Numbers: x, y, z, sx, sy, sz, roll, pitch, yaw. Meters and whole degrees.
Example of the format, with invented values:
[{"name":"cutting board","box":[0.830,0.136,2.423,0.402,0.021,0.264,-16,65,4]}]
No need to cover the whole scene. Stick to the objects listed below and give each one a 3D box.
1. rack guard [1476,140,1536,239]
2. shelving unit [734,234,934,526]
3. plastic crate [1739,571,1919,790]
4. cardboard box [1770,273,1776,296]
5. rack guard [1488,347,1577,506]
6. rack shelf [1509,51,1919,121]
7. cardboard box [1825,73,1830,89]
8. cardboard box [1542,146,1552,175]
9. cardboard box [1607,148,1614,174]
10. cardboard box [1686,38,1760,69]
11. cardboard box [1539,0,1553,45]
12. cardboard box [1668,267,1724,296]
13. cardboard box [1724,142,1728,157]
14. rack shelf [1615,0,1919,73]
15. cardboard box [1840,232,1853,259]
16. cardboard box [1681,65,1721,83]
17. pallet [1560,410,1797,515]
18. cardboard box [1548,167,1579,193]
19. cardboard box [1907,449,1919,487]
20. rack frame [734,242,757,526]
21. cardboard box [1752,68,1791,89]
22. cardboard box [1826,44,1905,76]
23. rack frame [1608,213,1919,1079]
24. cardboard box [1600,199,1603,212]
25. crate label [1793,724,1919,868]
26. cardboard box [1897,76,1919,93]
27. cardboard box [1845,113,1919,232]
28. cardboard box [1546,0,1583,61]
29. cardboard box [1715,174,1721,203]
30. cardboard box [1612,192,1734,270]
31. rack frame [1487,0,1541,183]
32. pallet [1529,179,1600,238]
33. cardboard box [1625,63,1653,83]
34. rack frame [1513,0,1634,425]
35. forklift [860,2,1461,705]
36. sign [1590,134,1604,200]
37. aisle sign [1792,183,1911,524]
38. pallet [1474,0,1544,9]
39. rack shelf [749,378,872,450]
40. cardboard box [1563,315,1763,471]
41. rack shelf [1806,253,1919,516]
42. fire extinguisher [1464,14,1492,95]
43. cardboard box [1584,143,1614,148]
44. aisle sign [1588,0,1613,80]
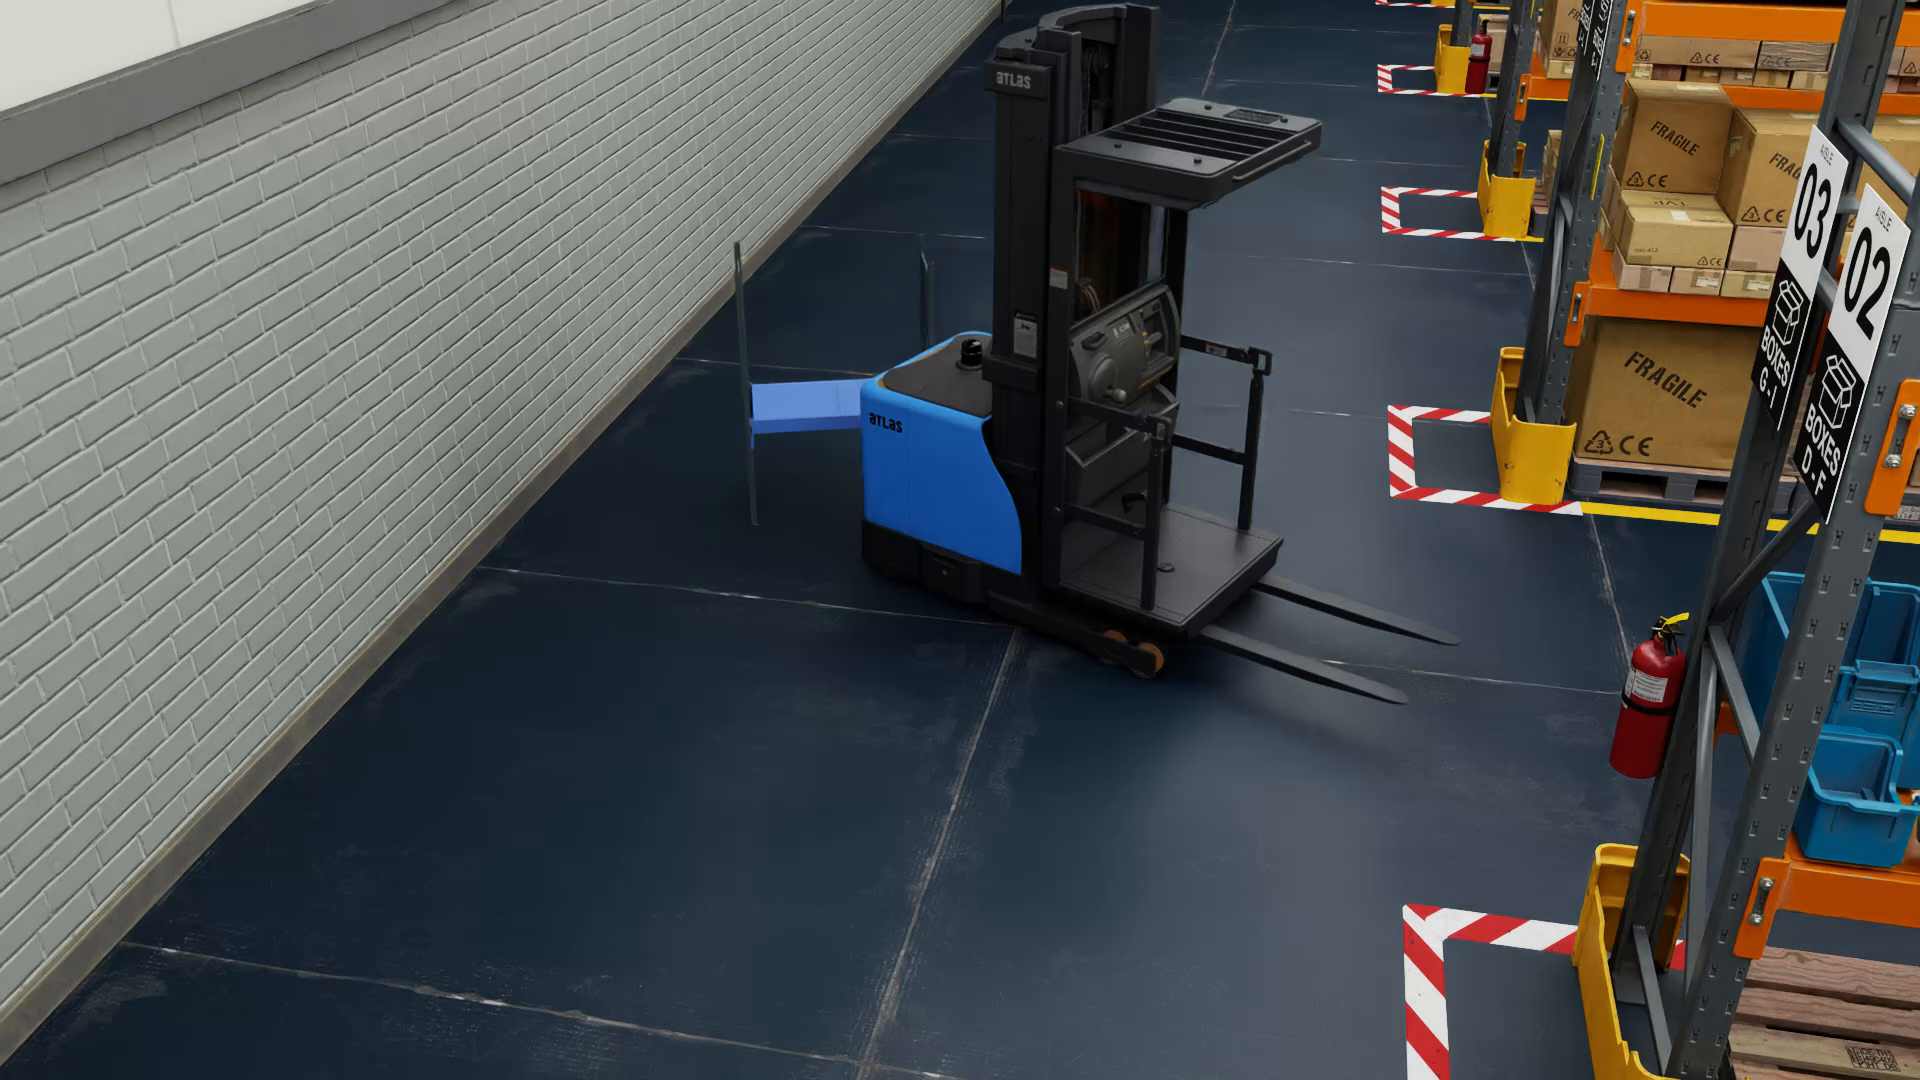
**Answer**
[{"name":"rack guard","box":[4.666,-3.012,14.232,0.348,0.500,1.175,6,29,11]},{"name":"shelving unit","box":[-0.689,-0.889,9.312,1.048,1.500,0.538,-3,29,-6]},{"name":"plastic crate","box":[2.789,0.433,5.237,0.499,0.435,0.616,6,29,11]},{"name":"cardboard box","box":[4.492,-1.420,8.982,0.250,0.149,0.380,5,29,10]},{"name":"rack guard","box":[3.433,-0.703,10.014,0.348,0.500,1.175,6,29,11]},{"name":"rack shelf","box":[6.547,-3.600,13.452,4.000,0.370,1.077,6,29,11]},{"name":"cardboard box","box":[6.895,-3.655,13.063,0.250,0.149,0.380,5,29,10]},{"name":"cardboard box","box":[5.167,-3.262,14.306,0.250,0.149,0.380,5,29,9]},{"name":"cardboard box","box":[5.328,-3.128,13.752,0.250,0.149,0.380,6,29,11]},{"name":"cardboard box","box":[5.978,-4.019,13.054,0.500,0.500,0.500,6,29,11]},{"name":"cardboard box","box":[5.085,-4.367,13.689,0.500,0.500,0.500,6,29,12]},{"name":"cardboard box","box":[3.986,-1.471,9.076,0.250,0.149,0.380,5,29,10]},{"name":"cardboard box","box":[6.424,-3.224,13.926,0.250,0.149,0.380,5,29,9]},{"name":"rack shelf","box":[5.413,-2.597,8.495,4.000,0.370,1.077,6,29,11]},{"name":"cardboard box","box":[4.870,-1.586,8.870,0.500,0.250,0.500,5,29,9]},{"name":"cardboard box","box":[5.891,-3.761,13.258,0.250,0.149,0.380,6,29,10]},{"name":"pallet","box":[4.255,-0.531,10.000,1.213,0.211,1.003,6,29,11]},{"name":"cardboard box","box":[5.050,-3.008,13.842,0.250,0.149,0.380,7,29,13]},{"name":"cardboard box","box":[5.860,-0.842,9.440,0.875,0.875,0.875,6,29,11]},{"name":"rack frame","box":[-1.193,-0.858,9.256,0.032,1.500,0.500,-3,29,-6]},{"name":"cardboard box","box":[6.376,-3.687,13.123,0.250,0.149,0.380,7,29,12]},{"name":"cardboard box","box":[6.977,-3.909,12.852,0.500,0.500,0.500,6,29,10]},{"name":"rack frame","box":[2.422,0.529,5.161,0.127,3.000,1.000,6,29,11]},{"name":"cardboard box","box":[5.310,-2.860,13.881,0.250,0.149,0.380,6,29,10]},{"name":"crate label","box":[2.595,0.755,4.859,0.303,0.233,0.416,6,29,11]},{"name":"cardboard box","box":[7.414,-3.611,12.985,0.250,0.149,0.380,5,29,9]},{"name":"cardboard box","box":[4.867,-1.917,8.693,0.500,0.500,0.500,5,29,9]},{"name":"cardboard box","box":[4.973,-4.116,13.231,0.500,0.500,0.500,7,30,13]},{"name":"cardboard box","box":[4.482,-1.887,9.419,0.500,0.250,0.500,5,29,10]},{"name":"cardboard box","box":[3.870,-1.687,9.054,0.500,0.250,0.500,5,29,9]},{"name":"rack frame","box":[4.591,-4.116,13.645,0.127,3.000,1.000,6,29,11]},{"name":"pallet","box":[5.453,-2.788,14.122,1.213,0.211,1.003,6,29,11]},{"name":"cardboard box","box":[5.349,-3.762,13.259,0.250,0.149,0.380,5,29,9]},{"name":"rack frame","box":[3.457,-1.797,9.409,0.127,3.000,1.000,6,29,11]},{"name":"forklift","box":[0.964,-0.911,7.861,3.031,2.935,1.130,19,34,31]},{"name":"sign","box":[3.335,-1.952,8.707,0.005,0.325,0.100,6,29,11]},{"name":"aisle sign","box":[2.290,-0.479,4.295,0.004,0.787,0.394,6,29,11]},{"name":"pallet","box":[7.413,-7.472,22.679,1.213,0.211,1.003,6,29,11]},{"name":"rack shelf","box":[-0.689,-0.731,9.398,1.000,0.185,0.538,-3,29,-6]},{"name":"cardboard box","box":[4.099,-1.023,9.770,0.875,0.875,0.875,6,29,11]},{"name":"rack shelf","box":[4.378,-0.271,4.247,4.000,0.370,1.077,6,29,11]},{"name":"fire extinguisher","box":[4.441,-4.161,14.196,0.183,0.674,0.296,6,29,11]},{"name":"cardboard box","box":[5.396,-3.325,14.112,0.250,0.149,0.380,6,29,12]},{"name":"aisle sign","box":[3.324,-2.804,8.541,0.004,0.787,0.394,6,29,11]}]
